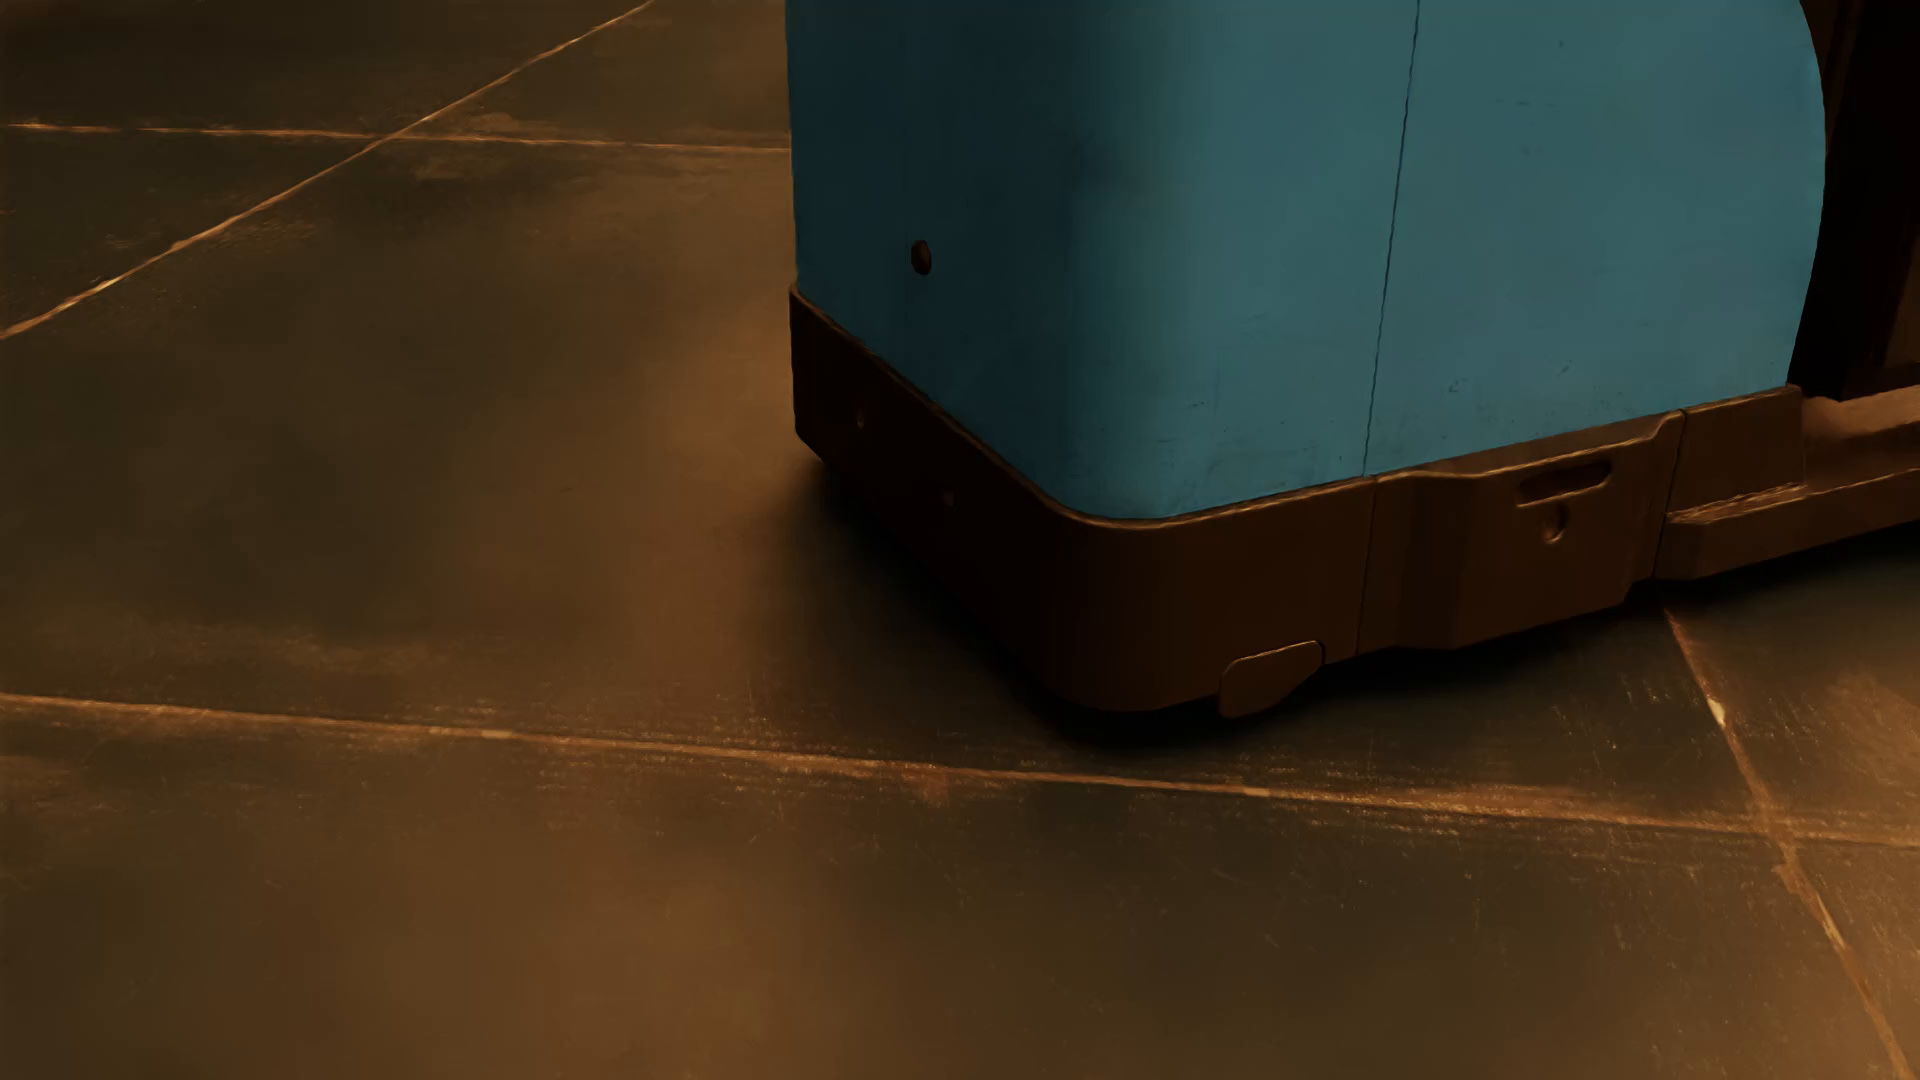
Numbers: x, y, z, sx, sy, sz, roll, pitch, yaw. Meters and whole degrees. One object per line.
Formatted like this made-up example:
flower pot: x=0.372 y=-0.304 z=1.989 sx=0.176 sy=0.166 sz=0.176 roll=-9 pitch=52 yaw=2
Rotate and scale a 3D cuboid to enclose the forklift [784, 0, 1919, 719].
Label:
forklift: x=1.291 y=-1.530 z=2.284 sx=3.031 sy=2.935 sz=1.130 roll=-12 pitch=29 yaw=-22
